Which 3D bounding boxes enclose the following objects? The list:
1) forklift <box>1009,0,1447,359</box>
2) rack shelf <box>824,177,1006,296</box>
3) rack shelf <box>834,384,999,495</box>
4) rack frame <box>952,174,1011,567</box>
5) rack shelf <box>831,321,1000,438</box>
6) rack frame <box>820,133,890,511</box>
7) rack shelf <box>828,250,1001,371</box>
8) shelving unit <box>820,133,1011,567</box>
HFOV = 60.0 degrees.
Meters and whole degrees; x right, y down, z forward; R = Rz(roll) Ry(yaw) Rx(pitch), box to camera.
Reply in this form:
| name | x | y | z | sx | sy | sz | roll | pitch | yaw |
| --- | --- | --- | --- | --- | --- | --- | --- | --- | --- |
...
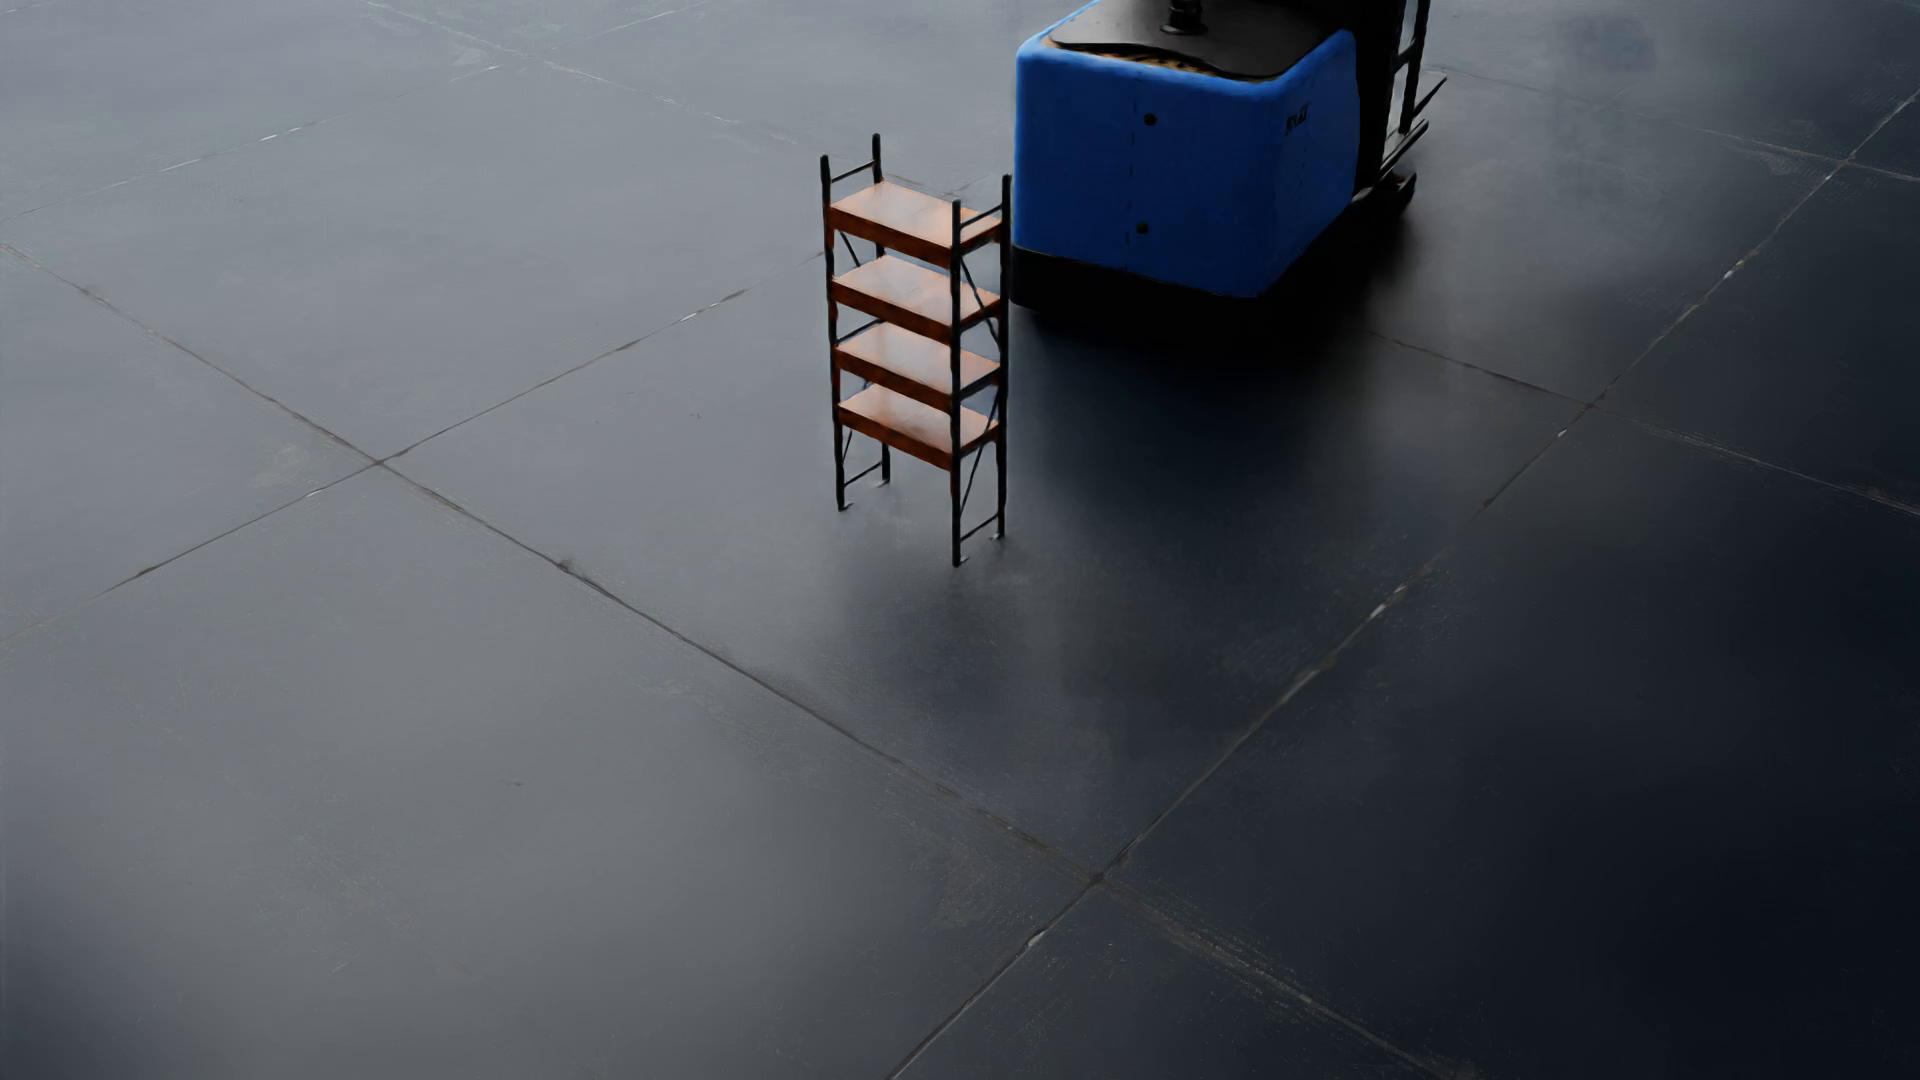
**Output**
| name | x | y | z | sx | sy | sz | roll | pitch | yaw |
| --- | --- | --- | --- | --- | --- | --- | --- | --- | --- |
| forklift | 1.357 | -2.679 | 6.561 | 1.130 | 2.935 | 3.031 | 18 | 38 | 24 |
| rack shelf | -0.127 | -0.878 | 4.775 | 0.480 | 0.148 | 0.258 | 25 | 42 | 32 |
| rack shelf | -0.127 | -0.335 | 5.148 | 0.480 | 0.148 | 0.258 | 25 | 42 | 32 |
| rack frame | 0.060 | -0.466 | 4.869 | 0.015 | 1.200 | 0.240 | 25 | 42 | 32 |
| rack shelf | -0.127 | -0.499 | 5.036 | 0.480 | 0.148 | 0.258 | 25 | 42 | 32 |
| rack frame | -0.315 | -0.643 | 5.126 | 0.015 | 1.200 | 0.240 | 25 | 42 | 32 |
| rack shelf | -0.127 | -0.683 | 4.909 | 0.480 | 0.148 | 0.258 | 25 | 42 | 32 |
| shelving unit | -0.127 | -0.555 | 4.998 | 0.503 | 1.200 | 0.258 | 25 | 42 | 32 |
